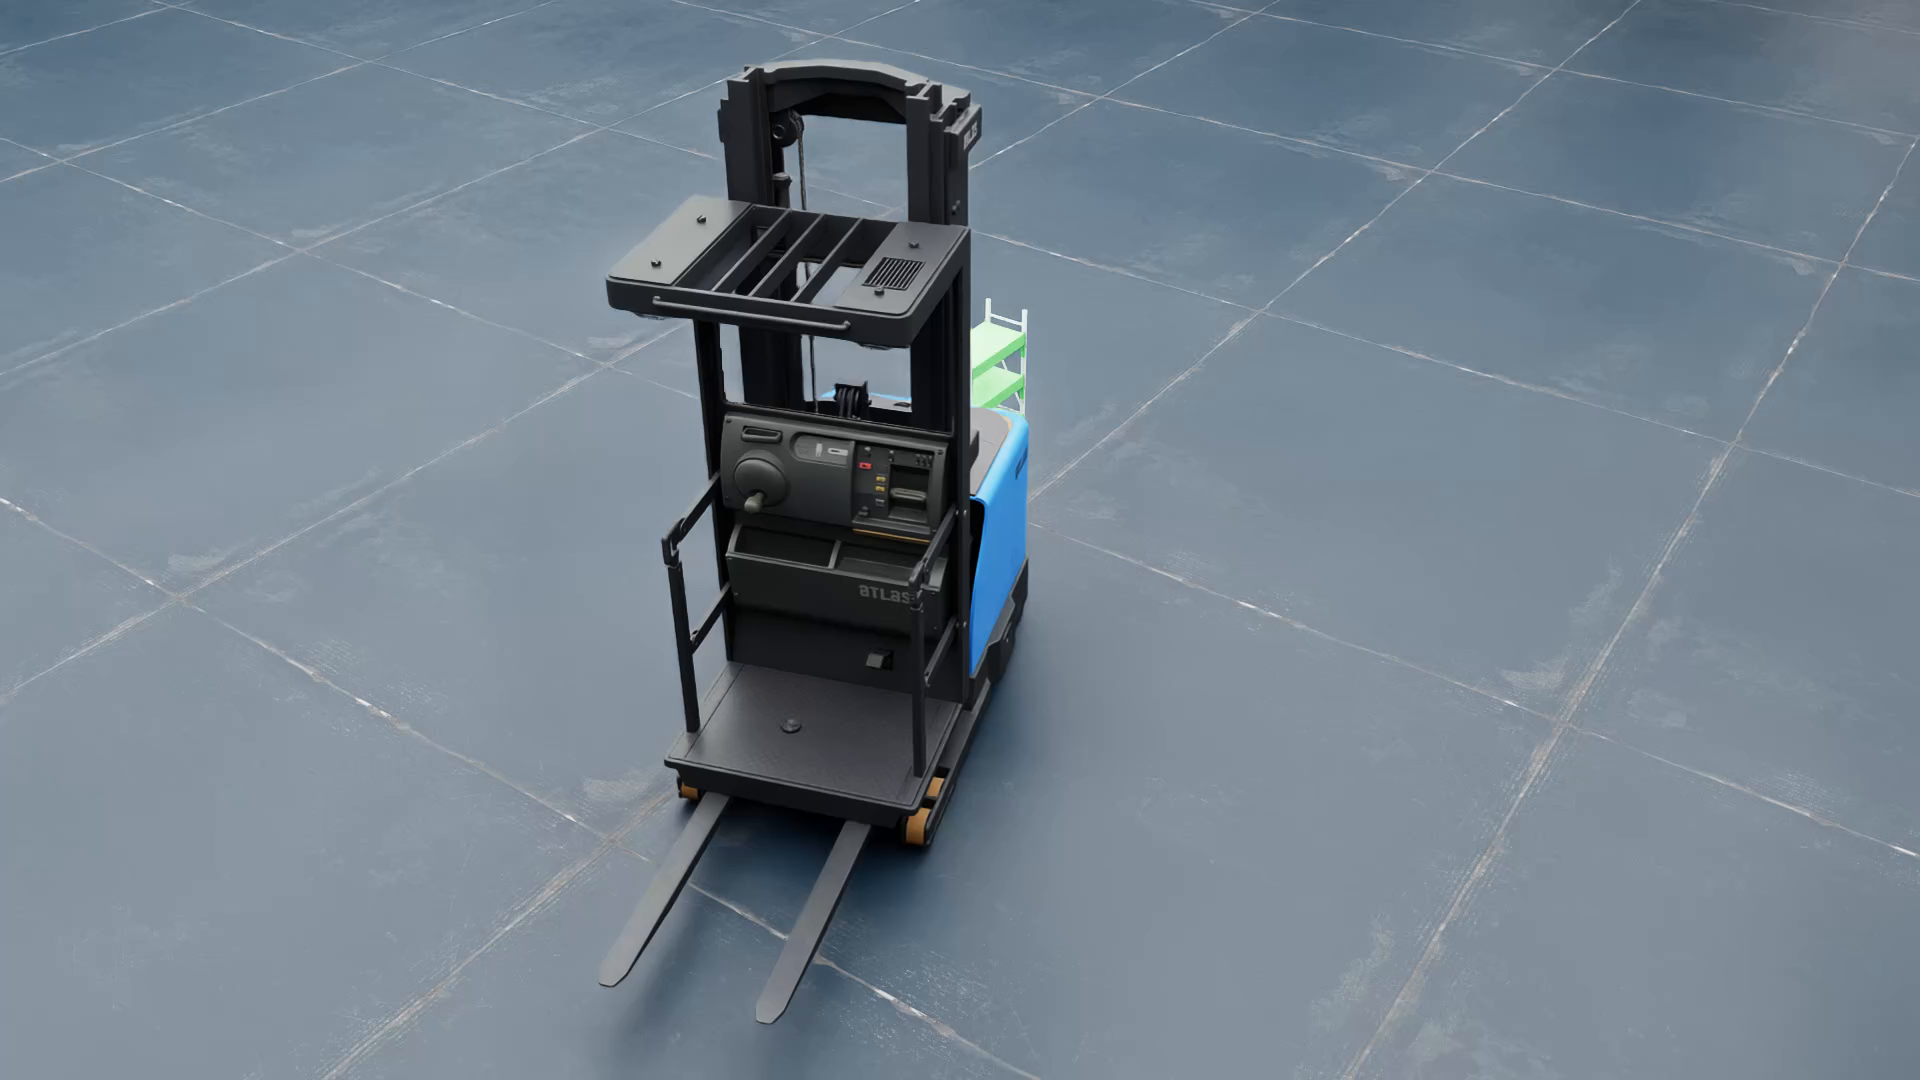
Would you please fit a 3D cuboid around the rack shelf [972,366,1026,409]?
[{"bbox_3d":[0.094,-0.719,8.428,0.258,0.148,0.480,21,39,28],"label":"rack shelf"}]

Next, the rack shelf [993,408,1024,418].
[{"bbox_3d":[0.094,-0.520,8.562,0.258,0.148,0.480,21,39,28],"label":"rack shelf"}]

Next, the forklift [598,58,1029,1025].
[{"bbox_3d":[-0.565,-0.195,6.421,1.130,2.935,3.031,9,35,13],"label":"forklift"}]

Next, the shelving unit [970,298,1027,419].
[{"bbox_3d":[0.094,-0.573,8.527,0.258,1.200,0.503,21,39,28],"label":"shelving unit"}]

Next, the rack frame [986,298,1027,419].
[{"bbox_3d":[0.234,-0.685,8.693,0.240,1.200,0.015,21,39,28],"label":"rack frame"}]

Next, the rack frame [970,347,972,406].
[{"bbox_3d":[-0.045,-0.461,8.360,0.240,1.200,0.015,21,39,28],"label":"rack frame"}]

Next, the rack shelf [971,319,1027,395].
[{"bbox_3d":[0.094,-0.918,8.293,0.258,0.148,0.480,21,39,28],"label":"rack shelf"}]
